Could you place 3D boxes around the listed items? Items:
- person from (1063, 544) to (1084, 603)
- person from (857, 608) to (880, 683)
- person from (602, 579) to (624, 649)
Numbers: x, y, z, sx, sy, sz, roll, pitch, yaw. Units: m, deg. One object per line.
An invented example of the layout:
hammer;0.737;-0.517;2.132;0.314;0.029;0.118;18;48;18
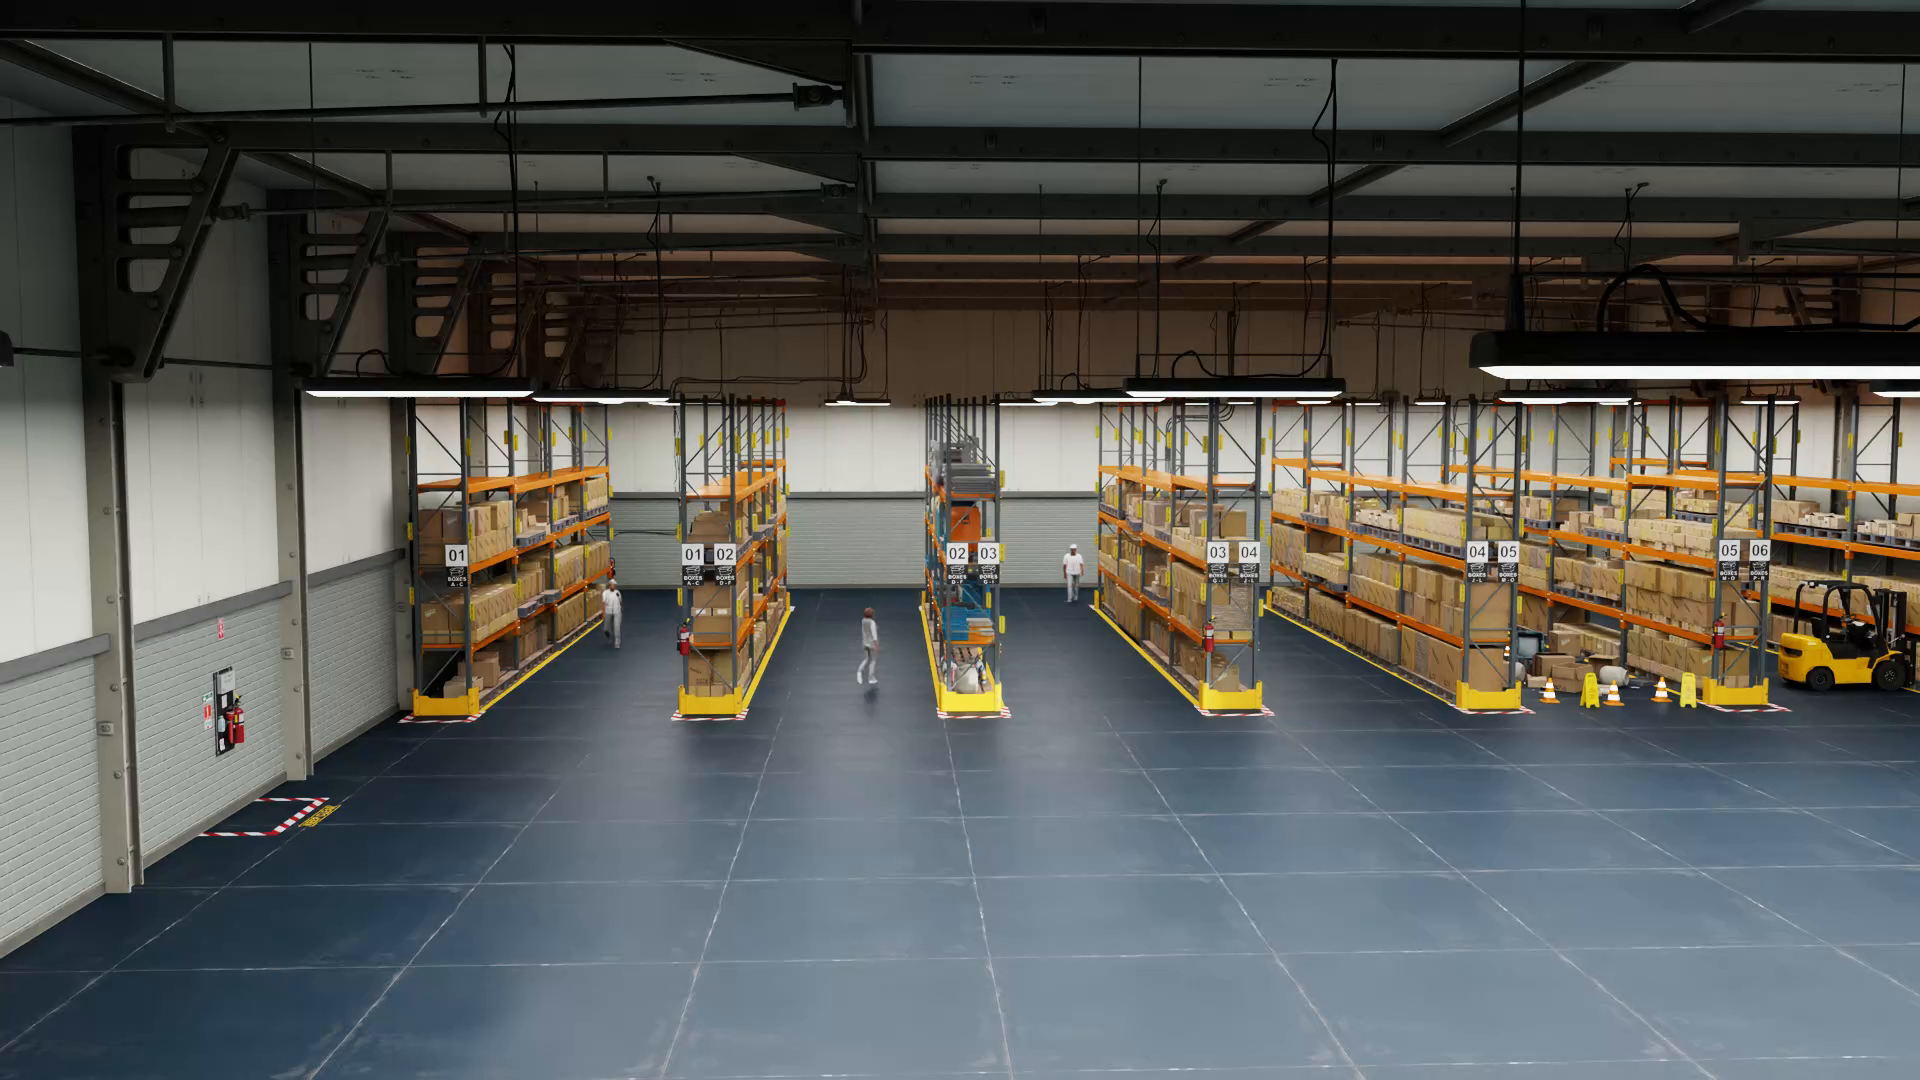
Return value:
person;3.338;0.983;48.946;0.593;1.713;1.057;0;5;-1
person;-1.885;2.195;34.403;0.433;1.574;0.562;4;6;42
person;-8.303;1.754;39.800;0.505;1.639;0.647;0;5;-6
